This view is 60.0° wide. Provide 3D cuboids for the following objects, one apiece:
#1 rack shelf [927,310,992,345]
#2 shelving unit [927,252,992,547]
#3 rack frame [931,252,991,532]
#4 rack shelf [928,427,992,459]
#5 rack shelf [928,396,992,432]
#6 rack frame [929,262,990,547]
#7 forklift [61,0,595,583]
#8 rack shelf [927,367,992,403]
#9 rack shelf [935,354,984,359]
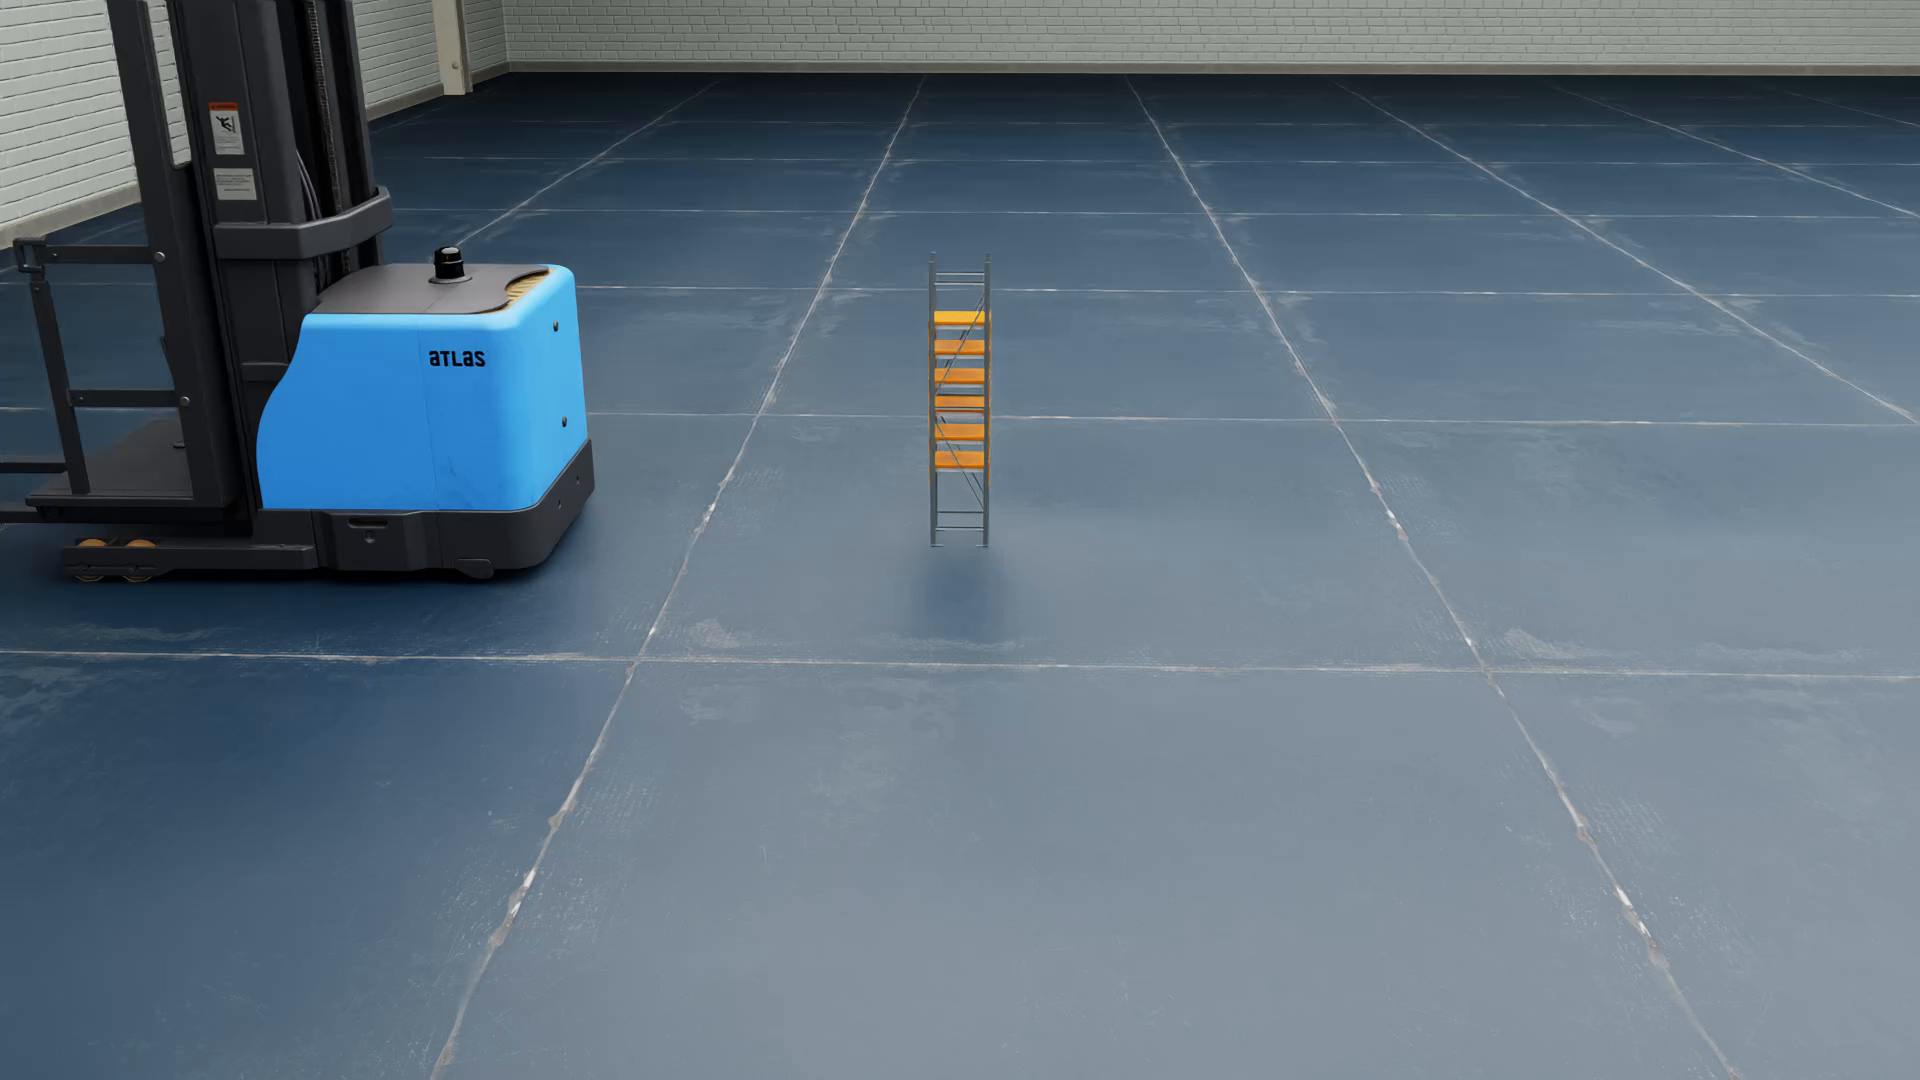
[{"bbox_3d":[0.000,-0.859,6.711,0.258,0.103,0.180,1,21,2],"label":"rack shelf"},{"bbox_3d":[0.000,-0.565,6.825,0.258,1.200,0.189,1,21,2],"label":"shelving unit"},{"bbox_3d":[0.003,-0.598,6.911,0.240,1.200,0.006,1,21,2],"label":"rack frame"},{"bbox_3d":[0.000,-0.411,6.885,0.258,0.103,0.180,1,21,2],"label":"rack shelf"},{"bbox_3d":[0.000,-0.523,6.841,0.258,0.103,0.180,1,21,2],"label":"rack shelf"},{"bbox_3d":[-0.002,-0.532,6.740,0.240,1.200,0.006,1,21,2],"label":"rack frame"},{"bbox_3d":[-3.155,-1.388,6.555,3.031,2.935,1.130,1,21,2],"label":"forklift"},{"bbox_3d":[0.000,-0.635,6.798,0.258,0.103,0.180,1,21,2],"label":"rack shelf"},{"bbox_3d":[0.000,-0.765,6.747,0.199,0.020,0.166,1,21,2],"label":"rack shelf"}]
